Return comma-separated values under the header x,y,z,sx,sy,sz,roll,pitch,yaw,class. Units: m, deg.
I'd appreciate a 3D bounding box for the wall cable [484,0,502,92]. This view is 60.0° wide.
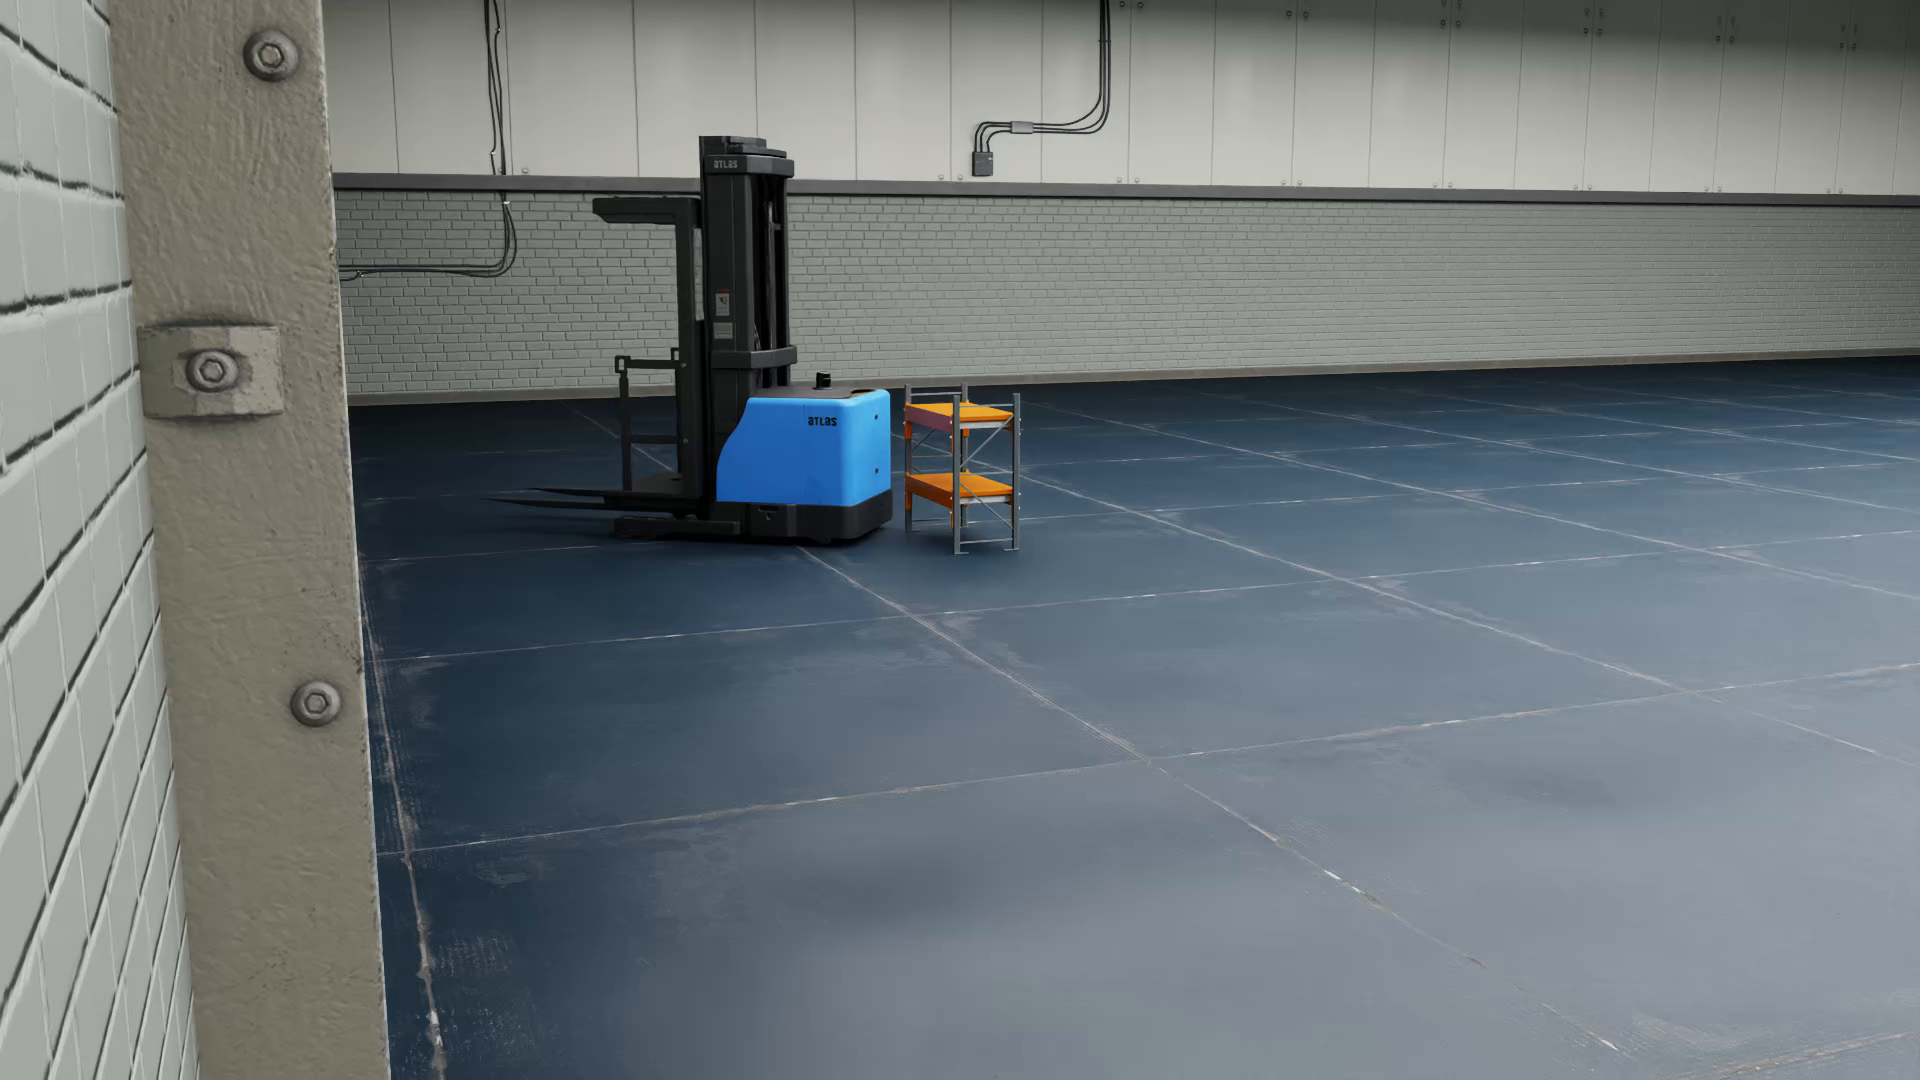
x,y,z,sx,sy,sz,roll,pitch,yaw,class
-5.048,-7.424,22.862,3.097,2.526,0.112,-4,11,-21,wall cable

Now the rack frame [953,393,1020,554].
x,y,z,sx,sy,sz,roll,pitch,yaw,class
0.187,-0.470,11.807,0.500,1.125,0.032,-4,11,-21,rack frame

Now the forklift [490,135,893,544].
x,y,z,sx,sy,sz,roll,pitch,yaw,class
-2.098,-1.530,12.611,3.031,2.935,1.130,3,10,14,forklift

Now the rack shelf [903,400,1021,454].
x,y,z,sx,sy,sz,roll,pitch,yaw,class
0.002,-0.841,12.222,0.538,0.278,1.000,-4,11,-21,rack shelf

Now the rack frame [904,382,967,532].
x,y,z,sx,sy,sz,roll,pitch,yaw,class
-0.182,-0.636,12.740,0.500,1.125,0.032,-4,11,-21,rack frame

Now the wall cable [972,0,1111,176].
x,y,z,sx,sy,sz,roll,pitch,yaw,class
1.285,-8.568,25.142,2.305,6.003,0.169,-4,11,-21,wall cable

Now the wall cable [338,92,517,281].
x,y,z,sx,sy,sz,roll,pitch,yaw,class
-7.569,-4.765,22.339,3.097,2.526,0.112,-4,11,-21,wall cable

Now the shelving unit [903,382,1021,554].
x,y,z,sx,sy,sz,roll,pitch,yaw,class
0.002,-0.553,12.273,0.538,1.125,1.048,-4,11,-21,shelving unit

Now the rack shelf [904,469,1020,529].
x,y,z,sx,sy,sz,roll,pitch,yaw,class
0.002,-0.312,12.316,0.538,0.278,1.000,-4,11,-21,rack shelf
